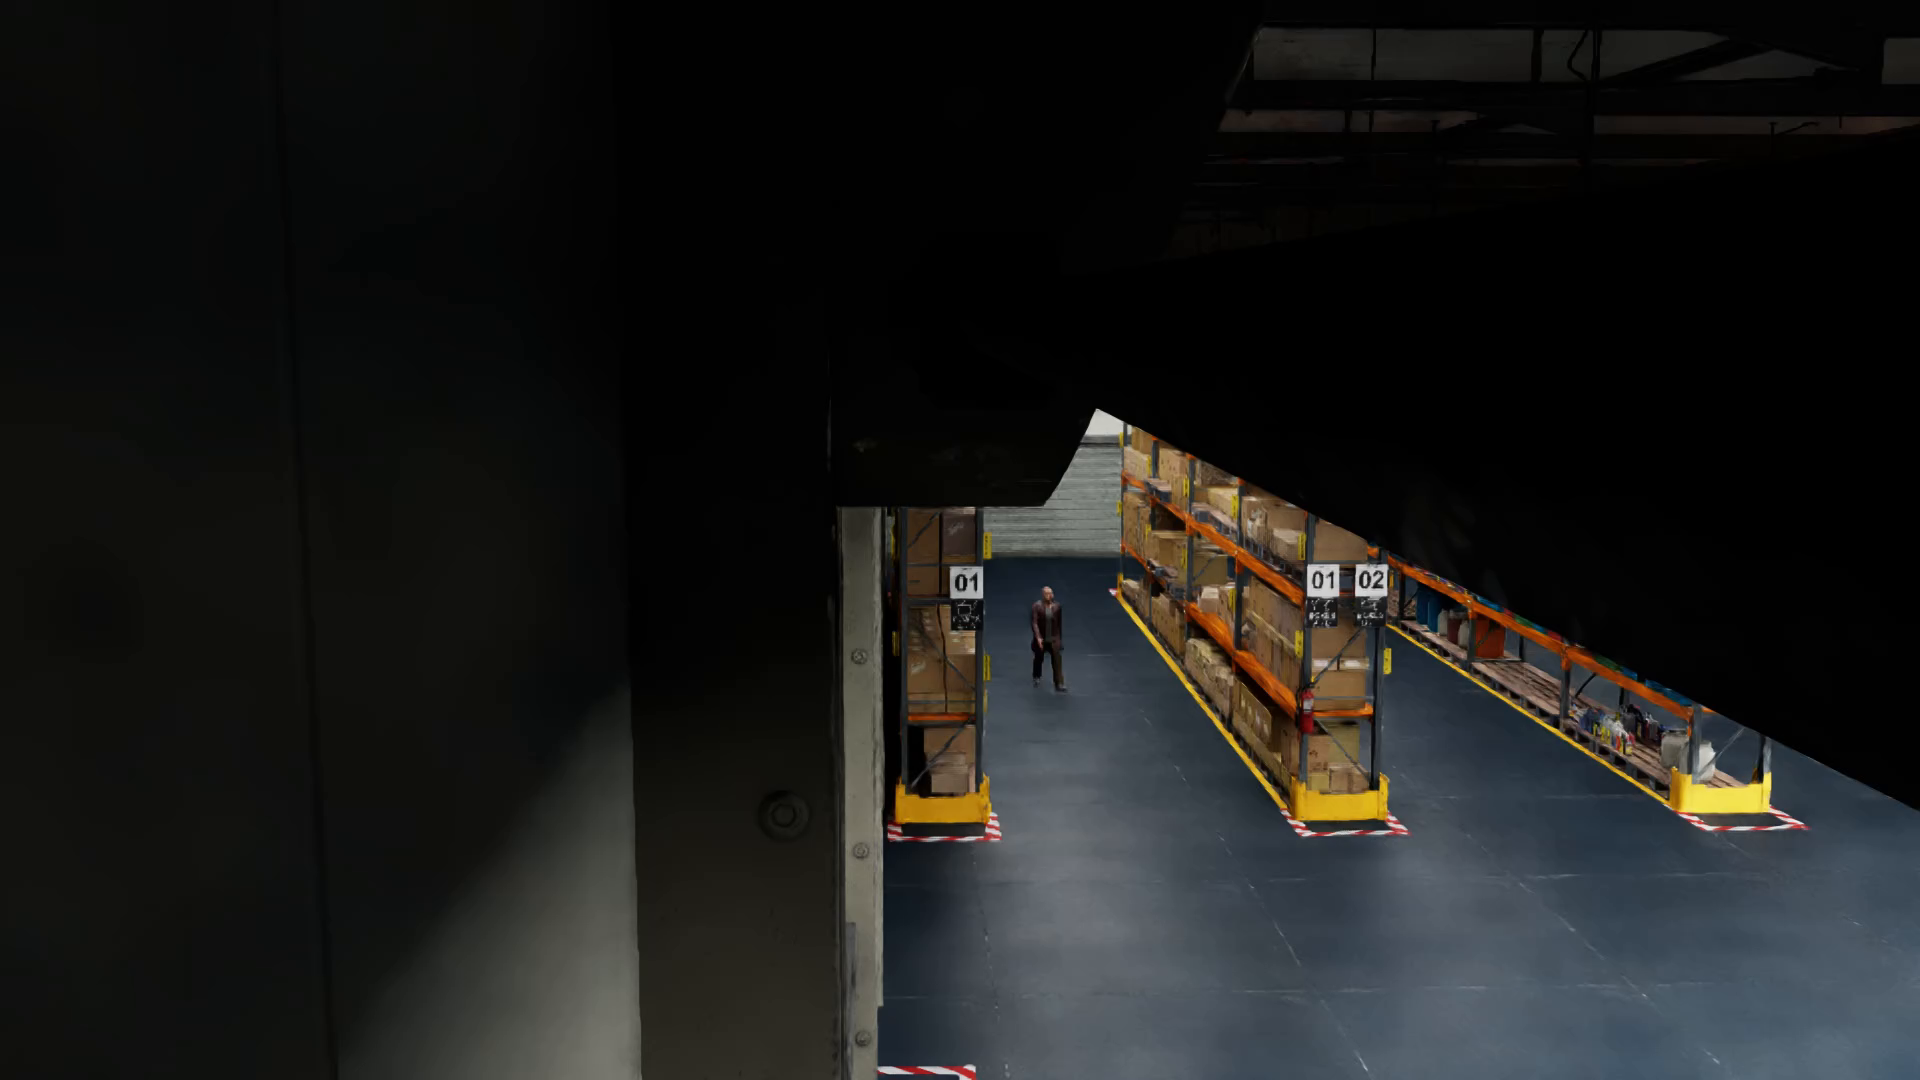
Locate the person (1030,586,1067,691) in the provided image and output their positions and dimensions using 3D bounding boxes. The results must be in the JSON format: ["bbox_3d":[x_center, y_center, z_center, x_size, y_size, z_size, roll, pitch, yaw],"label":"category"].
[{"bbox_3d":[1.431,1.610,27.494,0.580,1.715,1.102,-1,8,-10],"label":"person"}]
